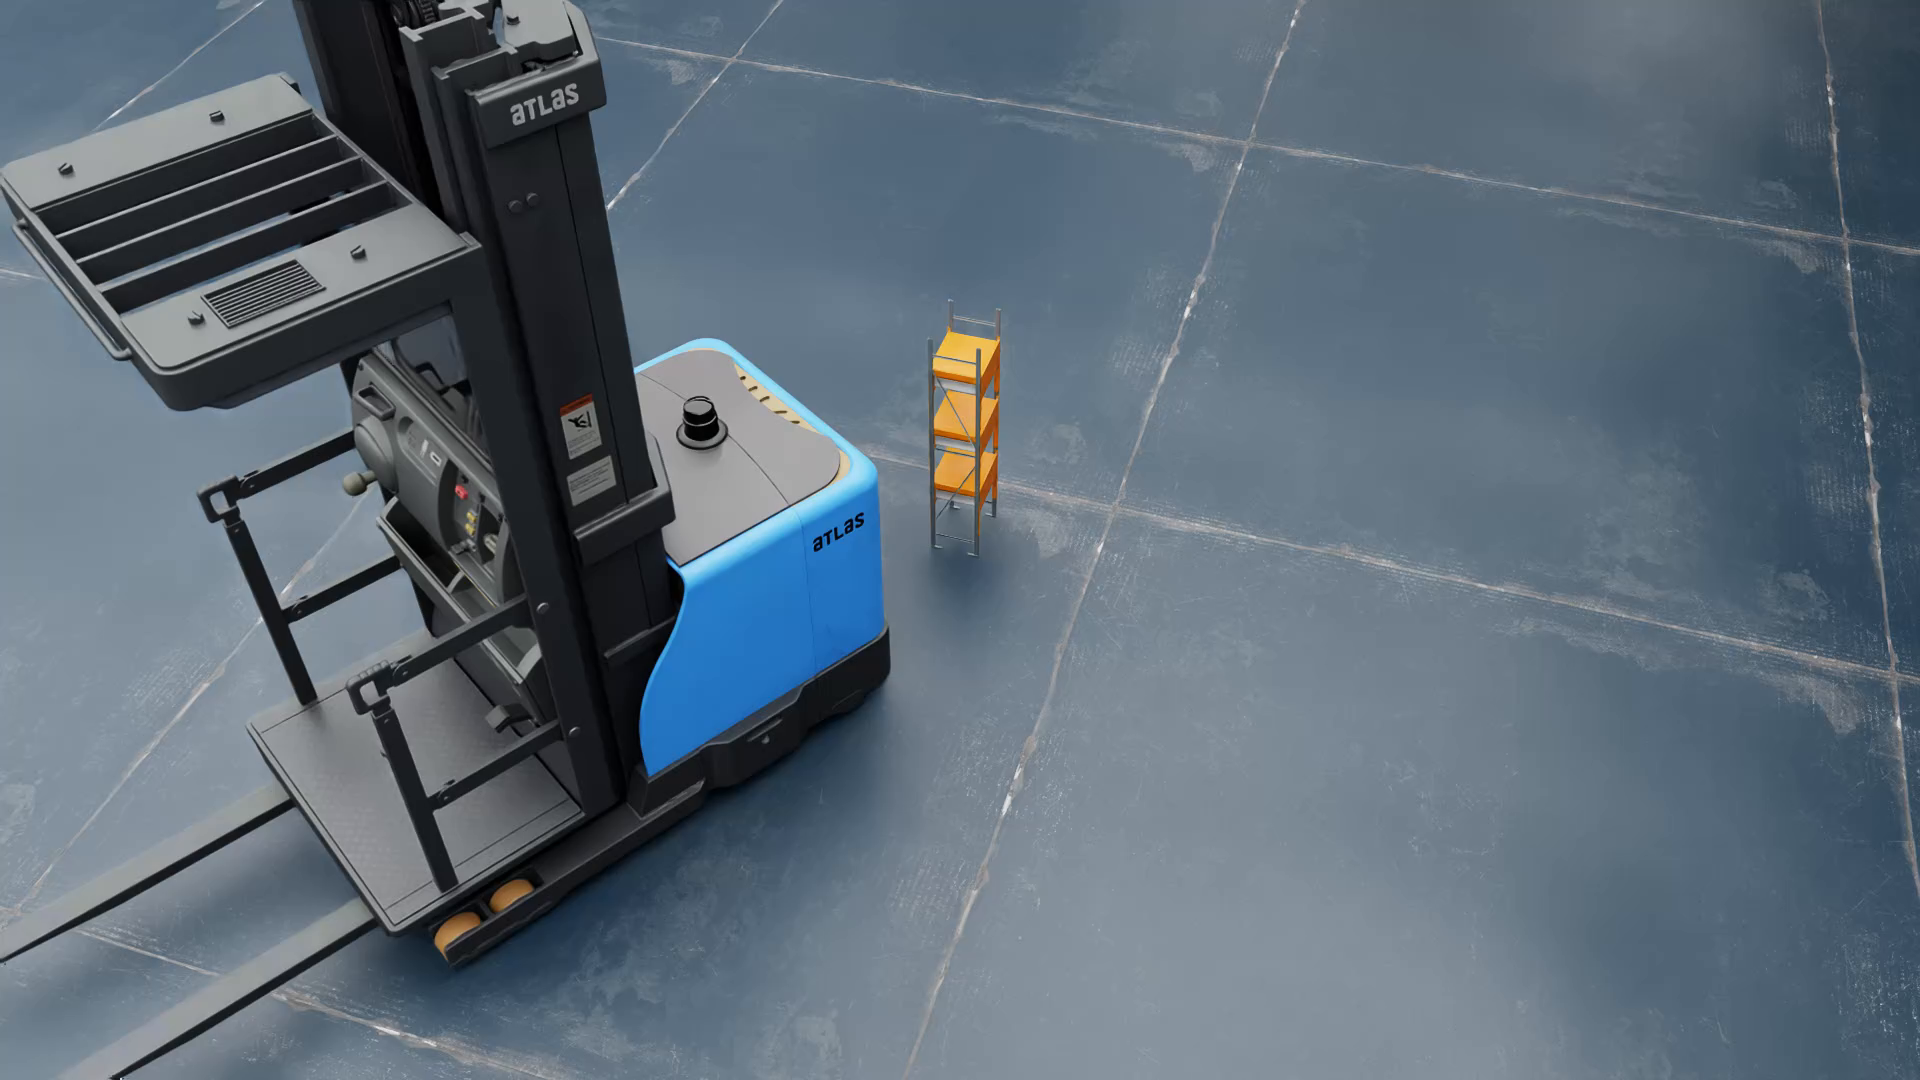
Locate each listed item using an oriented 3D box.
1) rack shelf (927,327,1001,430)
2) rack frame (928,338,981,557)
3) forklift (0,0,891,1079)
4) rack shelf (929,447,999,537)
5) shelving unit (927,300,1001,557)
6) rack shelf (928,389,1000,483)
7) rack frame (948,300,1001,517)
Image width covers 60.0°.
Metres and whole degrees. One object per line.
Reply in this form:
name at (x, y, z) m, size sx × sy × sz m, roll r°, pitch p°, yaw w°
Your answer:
rack shelf at (0.016, -0.606, 6.228) m, size 0.215 × 0.259 × 0.240 m, roll 13°, pitch 46°, yaw 12°
rack frame at (-0.021, -0.330, 6.336) m, size 0.200 × 1.050 × 0.008 m, roll 13°, pitch 46°, yaw 12°
forklift at (-1.705, -0.106, 4.762) m, size 3.031 × 2.935 × 1.130 m, roll -31°, pitch 52°, yaw -28°
rack shelf at (0.016, -0.205, 6.621) m, size 0.215 × 0.259 × 0.240 m, roll 13°, pitch 46°, yaw 12°
shelving unit at (0.016, -0.411, 6.419) m, size 0.215 × 1.050 × 0.252 m, roll 13°, pitch 46°, yaw 12°
rack shelf at (0.016, -0.403, 6.427) m, size 0.215 × 0.259 × 0.240 m, roll 13°, pitch 46°, yaw 12°
rack frame at (0.053, -0.492, 6.502) m, size 0.200 × 1.050 × 0.008 m, roll 13°, pitch 46°, yaw 12°
